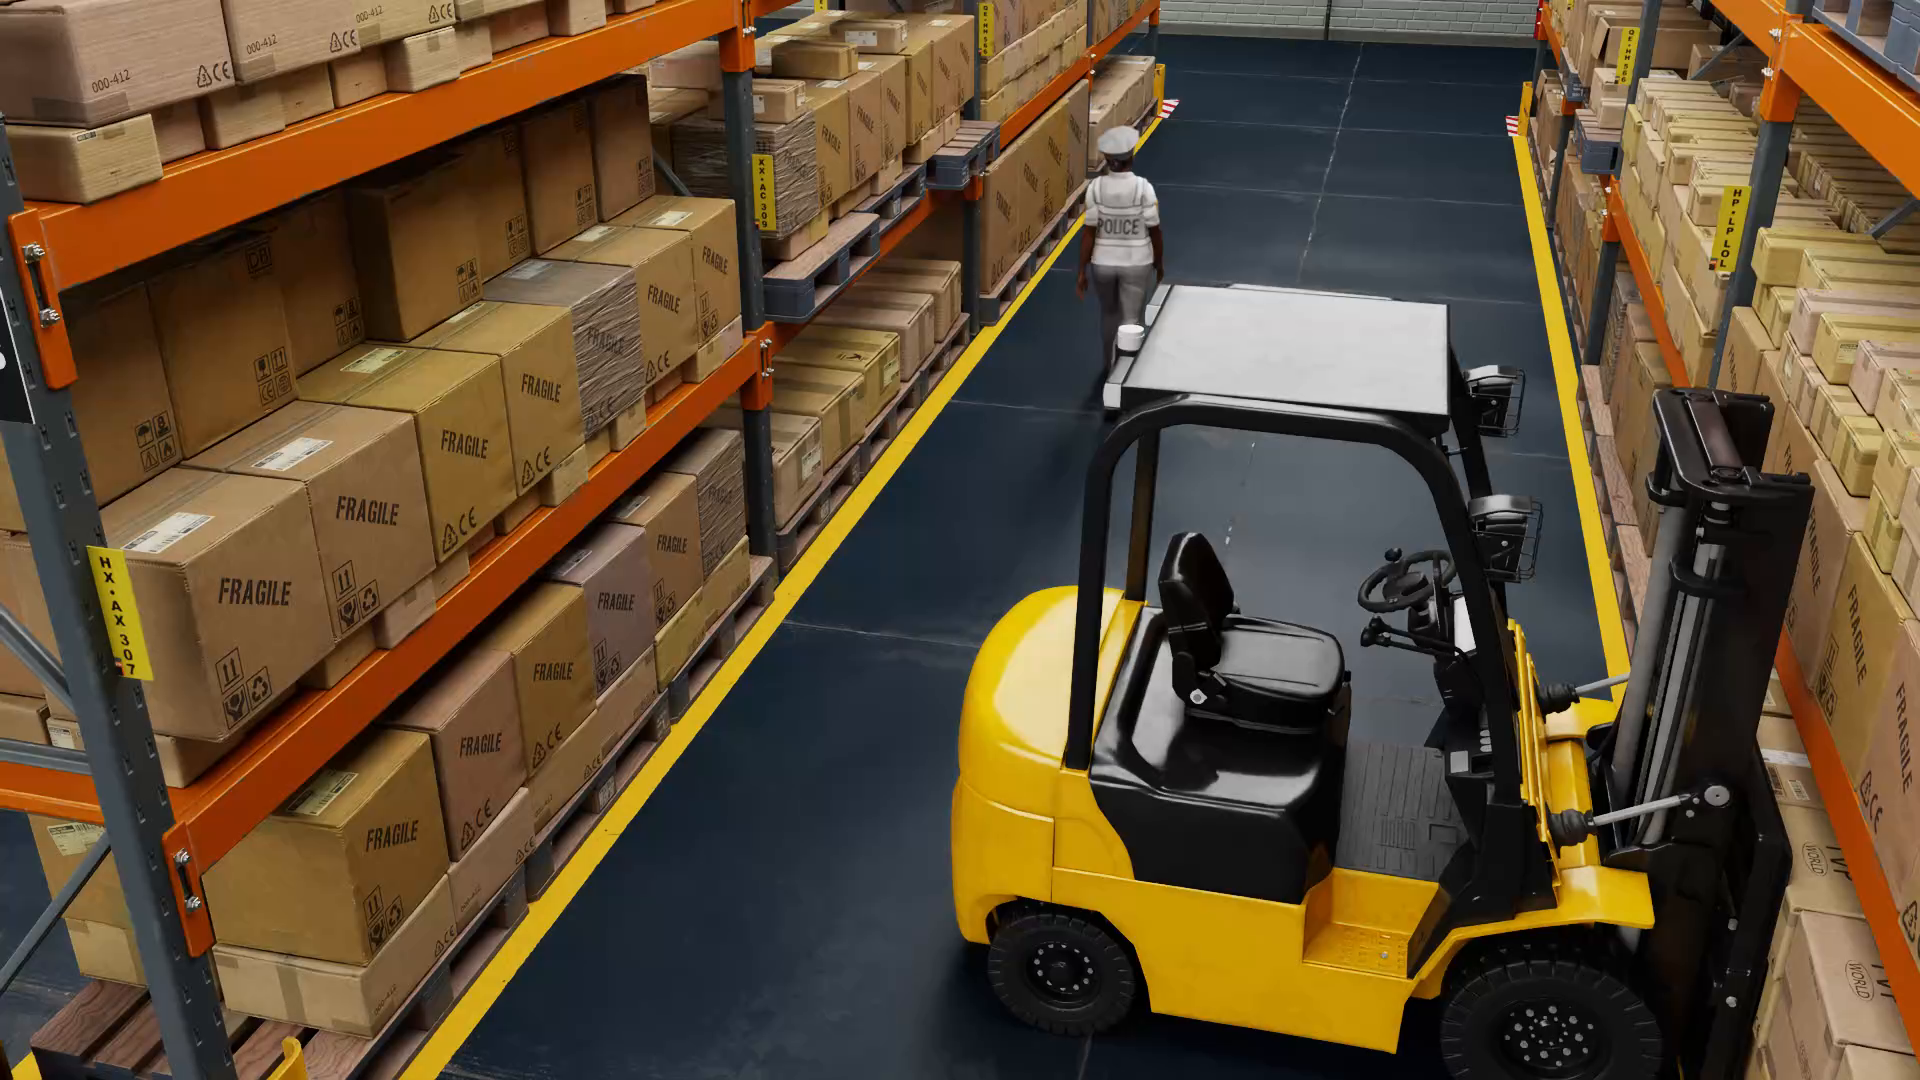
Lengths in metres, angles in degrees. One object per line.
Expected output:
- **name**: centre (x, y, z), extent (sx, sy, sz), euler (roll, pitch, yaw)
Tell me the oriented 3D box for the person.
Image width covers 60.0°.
- **person**: centre (0.991, -1.697, 10.141), extent (0.473, 1.633, 1.016), euler (8, 27, 17)
